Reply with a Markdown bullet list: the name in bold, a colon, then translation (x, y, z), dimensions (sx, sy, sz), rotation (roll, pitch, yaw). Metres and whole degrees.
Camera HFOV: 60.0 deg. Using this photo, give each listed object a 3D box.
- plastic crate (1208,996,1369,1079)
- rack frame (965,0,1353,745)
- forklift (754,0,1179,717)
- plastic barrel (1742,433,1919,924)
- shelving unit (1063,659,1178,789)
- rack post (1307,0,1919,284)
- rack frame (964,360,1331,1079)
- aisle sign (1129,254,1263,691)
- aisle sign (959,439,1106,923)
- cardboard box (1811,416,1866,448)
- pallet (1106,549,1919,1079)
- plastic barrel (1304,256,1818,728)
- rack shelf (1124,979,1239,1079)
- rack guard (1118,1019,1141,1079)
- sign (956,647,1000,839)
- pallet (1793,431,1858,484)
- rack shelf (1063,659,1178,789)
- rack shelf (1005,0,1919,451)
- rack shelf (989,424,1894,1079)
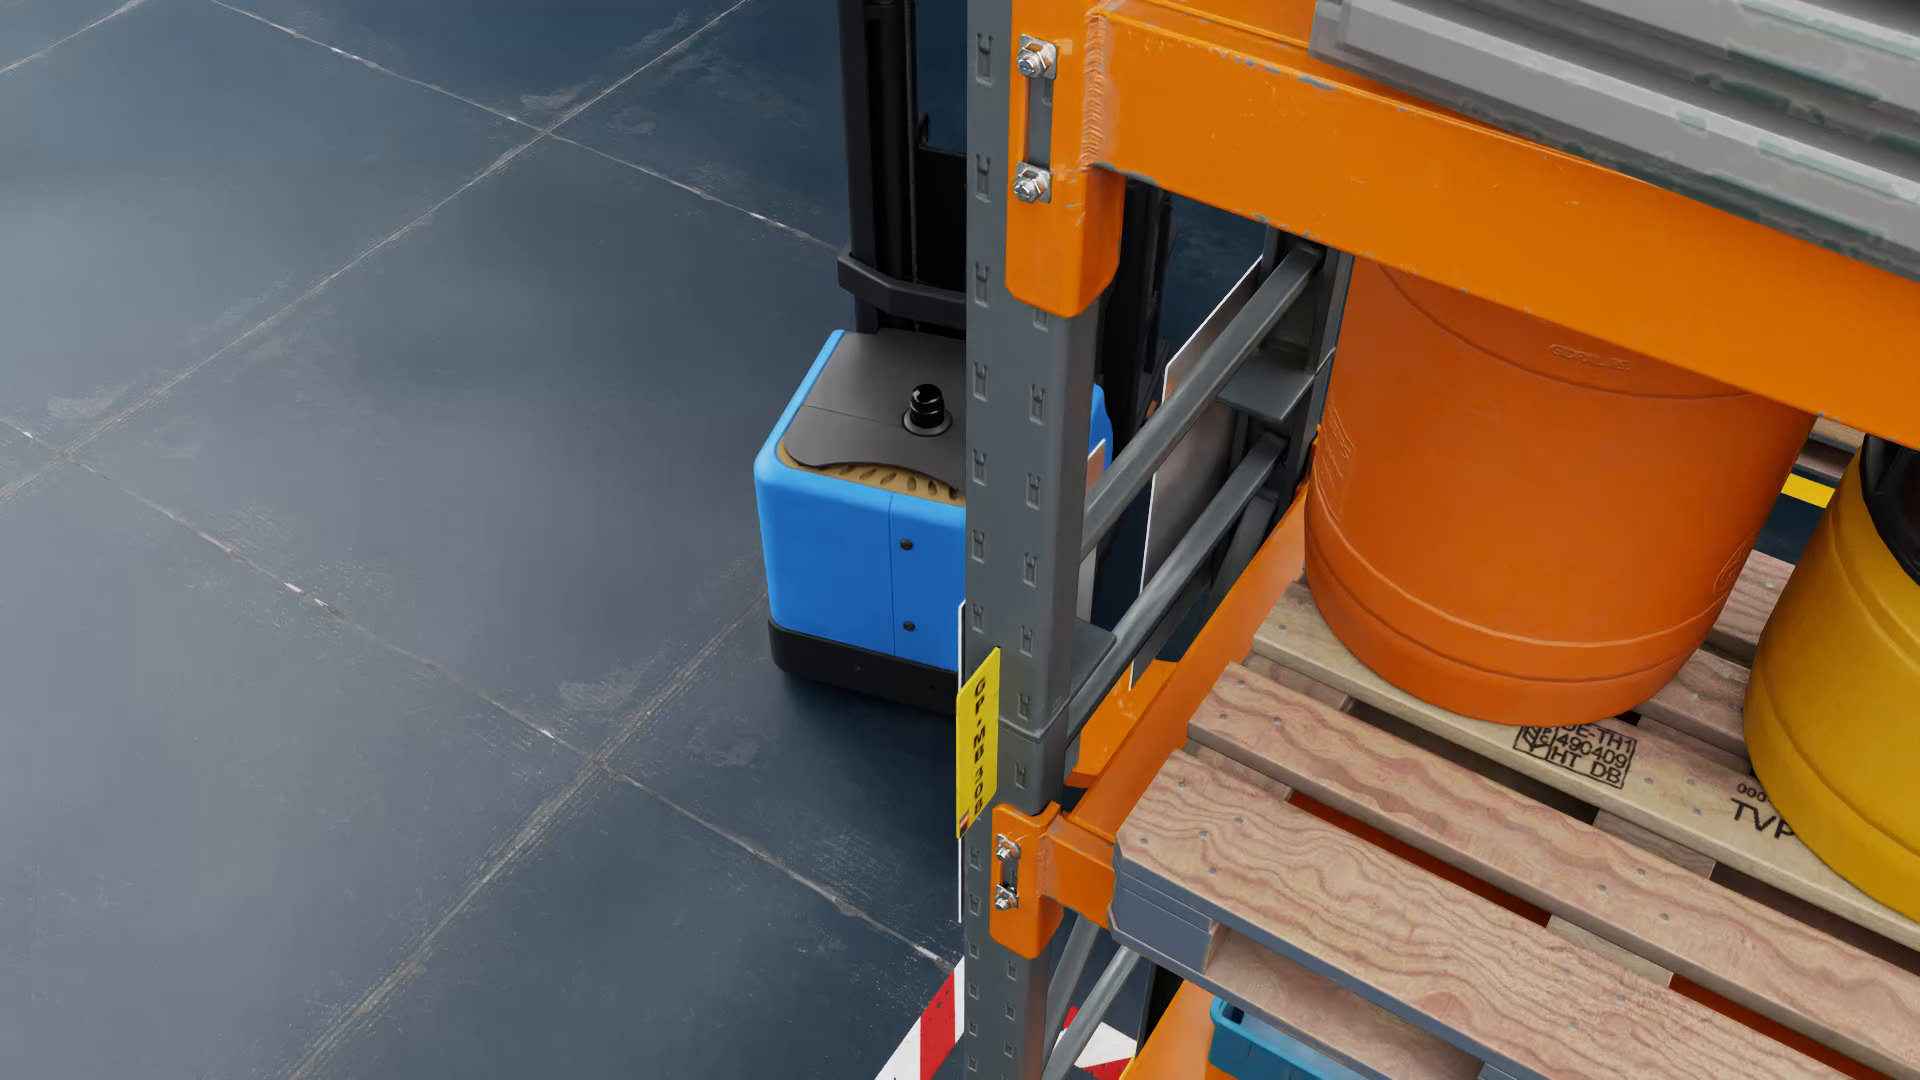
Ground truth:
- **plastic crate**: translation (0.908, 1.067, 3.725), dimensions (0.616, 0.251, 0.499), rotation (25, 51, 22)
- **rack frame**: translation (0.325, -1.089, 1.533), dimensions (0.127, 3.000, 1.000), rotation (25, 51, 22)
- **forklift**: translation (0.240, -1.414, 6.080), dimensions (1.130, 2.935, 3.031), rotation (13, 47, 13)
- **plastic barrel**: translation (1.353, 0.109, 2.037), dimensions (0.600, 0.588, 0.600), rotation (0, 46, 0)
- **shelving unit**: translation (0.630, 0.505, 5.214), dimensions (1.083, 1.500, 0.587), rotation (8, 46, 8)
- **rack post**: translation (0.892, -0.545, 1.354), dimensions (0.954, 0.300, 0.937), rotation (30, 53, 26)
- **rack frame**: translation (0.325, 1.002, 3.685), dimensions (0.127, 3.000, 1.000), rotation (25, 51, 22)
- **aisle sign**: translation (0.424, -0.111, 2.954), dimensions (0.004, 0.787, 0.394), rotation (25, 51, 22)
- **aisle sign**: translation (0.106, 0.245, 2.608), dimensions (0.004, 0.787, 0.394), rotation (25, 51, 22)
- **cardboard box**: translation (3.756, -0.642, 6.906), dimensions (0.500, 0.250, 0.500), rotation (25, 51, 22)
- **pallet**: translation (0.968, 0.402, 2.308), dimensions (1.213, 0.211, 1.003), rotation (25, 51, 22)
- **plastic barrel**: translation (0.802, -0.228, 2.196), dimensions (0.708, 0.830, 0.600), rotation (25, 51, 22)
- **rack shelf**: translation (2.008, 2.027, 3.190), dimensions (4.000, 0.370, 1.077), rotation (25, 51, 22)
- **rack guard**: translation (0.414, 1.874, 4.580), dimensions (0.348, 0.500, 1.175), rotation (25, 51, 22)
- **sign**: translation (0.024, 0.284, 2.285), dimensions (0.005, 0.325, 0.100), rotation (25, 51, 22)
- **pallet**: translation (3.668, -0.744, 7.326), dimensions (1.213, 0.211, 1.003), rotation (25, 51, 22)
- **rack shelf**: translation (0.621, 0.629, 5.344), dimensions (1.000, 0.185, 0.538), rotation (8, 46, 8)
- **rack shelf**: translation (2.008, 0.076, 1.182), dimensions (4.000, 0.370, 1.077), rotation (25, 51, 22)
- **rack shelf**: translation (2.008, 0.982, 2.115), dimensions (4.000, 0.370, 1.077), rotation (25, 51, 22)
